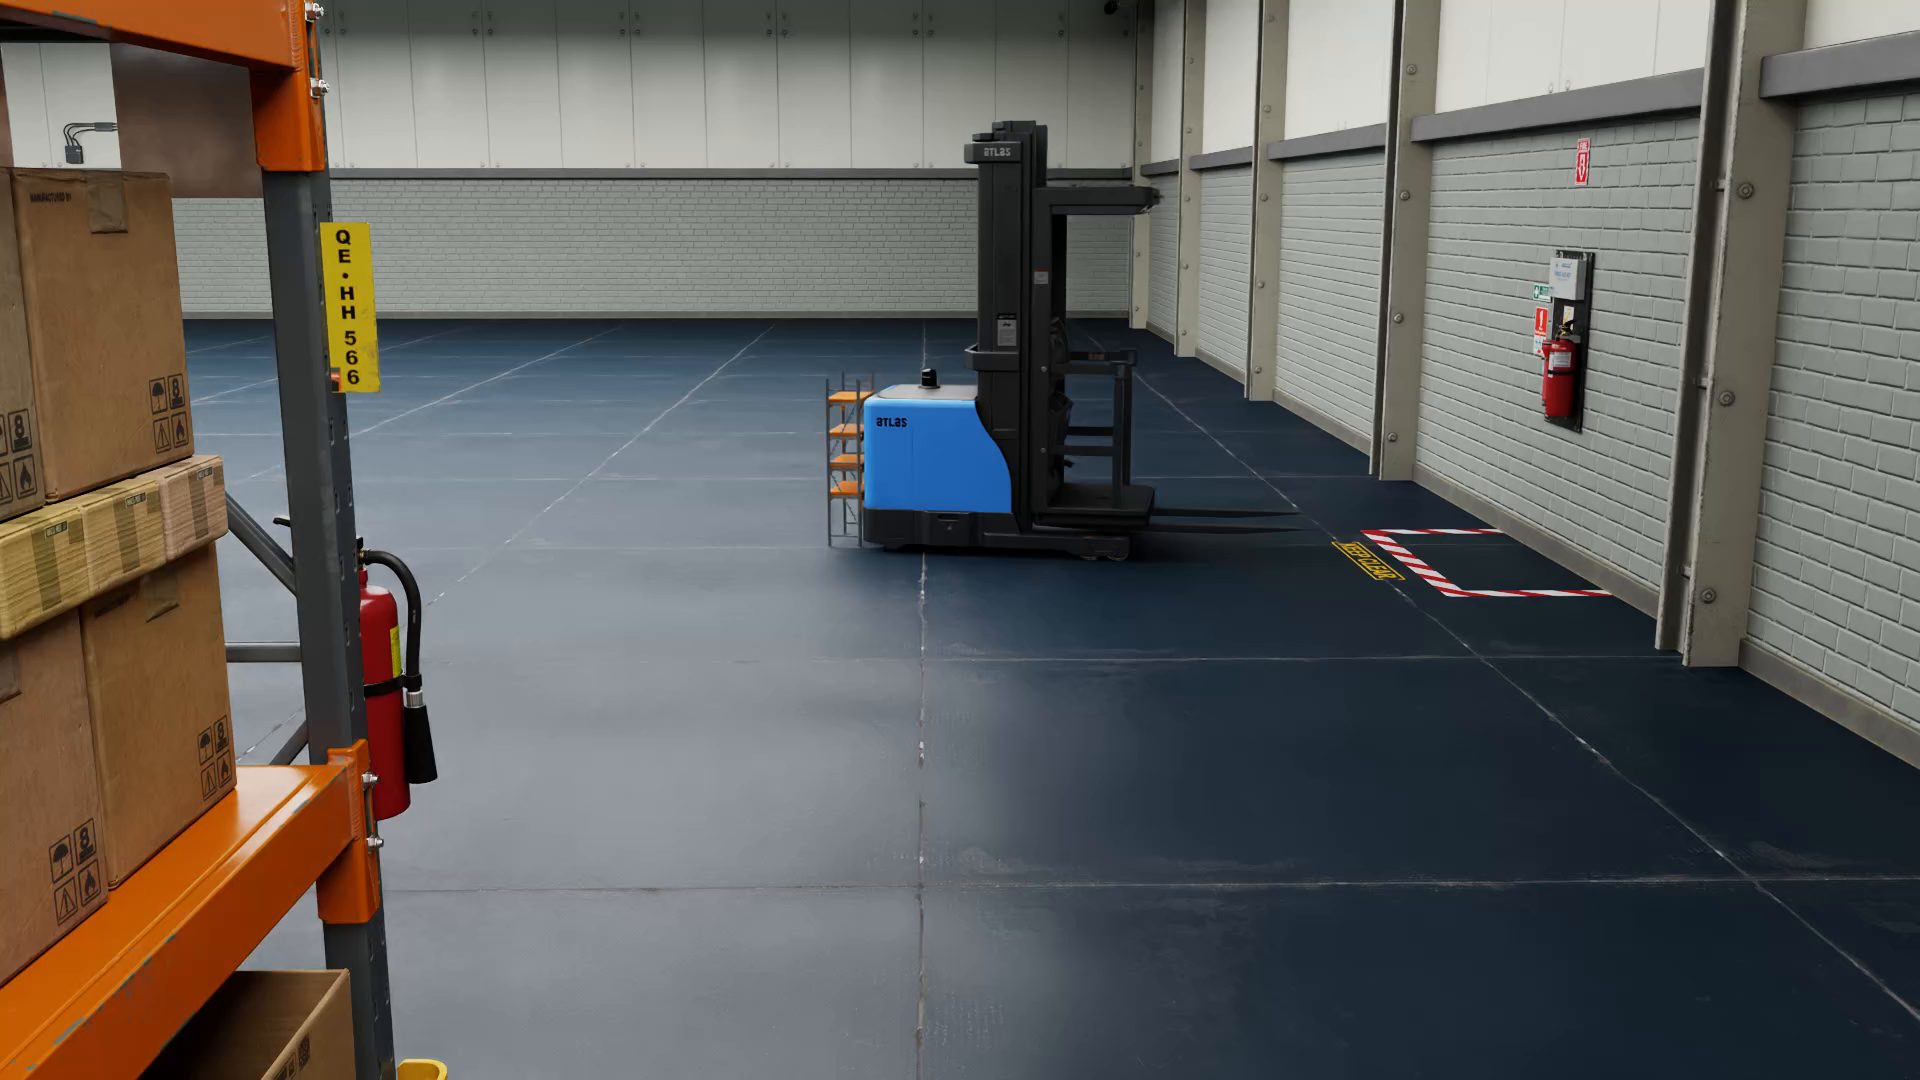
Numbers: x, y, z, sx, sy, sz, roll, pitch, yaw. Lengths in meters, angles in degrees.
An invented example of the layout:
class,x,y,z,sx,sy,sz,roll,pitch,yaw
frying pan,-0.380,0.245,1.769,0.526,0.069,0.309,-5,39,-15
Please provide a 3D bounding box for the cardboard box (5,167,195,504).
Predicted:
class,x,y,z,sx,sy,sz,roll,pitch,yaw
cardboard box,-1.727,-0.347,2.709,0.700,0.500,0.500,0,11,-1

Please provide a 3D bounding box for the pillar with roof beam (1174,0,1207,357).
class,x,y,z,sx,sy,sz,roll,pitch,yaw
pillar with roof beam,-0.693,-7.344,25.625,9.100,9.000,0.400,0,11,-1

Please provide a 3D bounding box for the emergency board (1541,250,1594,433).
class,x,y,z,sx,sy,sz,roll,pitch,yaw
emergency board,3.970,-1.335,11.094,0.194,1.169,0.643,0,11,-1

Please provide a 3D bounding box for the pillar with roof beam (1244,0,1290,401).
class,x,y,z,sx,sy,sz,roll,pitch,yaw
pillar with roof beam,-0.569,-6.151,19.746,9.100,9.000,0.400,0,11,-1

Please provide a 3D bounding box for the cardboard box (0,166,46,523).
class,x,y,z,sx,sy,sz,roll,pitch,yaw
cardboard box,-1.710,-0.242,2.193,0.700,0.500,0.500,-1,11,-3

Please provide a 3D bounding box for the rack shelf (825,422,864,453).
class,x,y,z,sx,sy,sz,roll,pitch,yaw
rack shelf,-0.778,-0.734,11.872,0.258,0.148,0.480,2,12,9

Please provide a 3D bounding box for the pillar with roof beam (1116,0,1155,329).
class,x,y,z,sx,sy,sz,roll,pitch,yaw
pillar with roof beam,-0.817,-8.537,31.504,9.100,9.000,0.548,0,11,-1

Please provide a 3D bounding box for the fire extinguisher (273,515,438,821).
class,x,y,z,sx,sy,sz,roll,pitch,yaw
fire extinguisher,-1.263,0.247,3.490,0.296,0.674,0.183,0,11,-1

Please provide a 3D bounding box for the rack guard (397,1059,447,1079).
class,x,y,z,sx,sy,sz,roll,pitch,yaw
rack guard,-1.725,1.455,3.629,1.175,0.500,0.348,0,11,-1

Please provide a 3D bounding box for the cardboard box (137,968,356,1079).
class,x,y,z,sx,sy,sz,roll,pitch,yaw
cardboard box,-1.416,1.114,2.995,0.500,0.500,0.500,0,11,-1

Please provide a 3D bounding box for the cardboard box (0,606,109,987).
class,x,y,z,sx,sy,sz,roll,pitch,yaw
cardboard box,-1.712,0.383,2.375,0.700,0.500,0.500,0,11,0

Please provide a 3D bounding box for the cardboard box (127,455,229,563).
class,x,y,z,sx,sy,sz,roll,pitch,yaw
cardboard box,-1.526,-0.057,2.912,0.380,0.149,0.250,0,11,-2

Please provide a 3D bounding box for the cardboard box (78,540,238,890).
class,x,y,z,sx,sy,sz,roll,pitch,yaw
cardboard box,-1.728,0.279,2.889,0.700,0.500,0.500,0,11,-1

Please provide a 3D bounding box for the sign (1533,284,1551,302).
class,x,y,z,sx,sy,sz,roll,pitch,yaw
sign,4.053,-1.721,11.577,0.001,0.109,0.331,0,11,-1

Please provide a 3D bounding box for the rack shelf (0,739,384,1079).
class,x,y,z,sx,sy,sz,roll,pitch,yaw
rack shelf,-1.683,0.985,1.469,1.077,0.370,4.000,0,11,-1

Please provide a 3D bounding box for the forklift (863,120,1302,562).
class,x,y,z,sx,sy,sz,roll,pitch,yaw
forklift,0.882,-1.404,11.606,3.031,2.935,1.130,2,12,9

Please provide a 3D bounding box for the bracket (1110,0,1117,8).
class,x,y,z,sx,sy,sz,roll,pitch,yaw
bracket,3.087,-10.753,33.376,0.076,0.066,3.189,0,11,-1

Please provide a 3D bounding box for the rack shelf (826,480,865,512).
class,x,y,z,sx,sy,sz,roll,pitch,yaw
rack shelf,-0.778,-0.320,11.956,0.258,0.148,0.480,2,12,9

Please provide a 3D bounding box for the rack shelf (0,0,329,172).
class,x,y,z,sx,sy,sz,roll,pitch,yaw
rack shelf,-1.683,-0.485,1.171,1.077,0.370,4.000,0,11,-1

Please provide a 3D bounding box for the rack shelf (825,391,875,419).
class,x,y,z,sx,sy,sz,roll,pitch,yaw
rack shelf,-0.778,-0.966,11.825,0.258,0.148,0.480,2,12,9

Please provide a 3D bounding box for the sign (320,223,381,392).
class,x,y,z,sx,sy,sz,roll,pitch,yaw
sign,-1.182,-0.448,3.216,0.100,0.325,0.005,0,11,-1

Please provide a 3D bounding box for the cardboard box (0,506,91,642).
class,x,y,z,sx,sy,sz,roll,pitch,yaw
cardboard box,-1.514,0.046,2.405,0.380,0.149,0.250,0,11,-2

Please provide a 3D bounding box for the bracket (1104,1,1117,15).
class,x,y,z,sx,sy,sz,roll,pitch,yaw
bracket,3.075,-10.870,33.955,0.235,0.232,0.430,0,11,-1

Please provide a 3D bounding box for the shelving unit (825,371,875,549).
class,x,y,z,sx,sy,sz,roll,pitch,yaw
shelving unit,-0.778,-0.581,11.903,0.258,1.200,0.503,2,12,9

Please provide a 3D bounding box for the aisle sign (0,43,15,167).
class,x,y,z,sx,sy,sz,roll,pitch,yaw
aisle sign,-2.032,-1.051,3.157,0.394,0.787,0.004,0,11,-1

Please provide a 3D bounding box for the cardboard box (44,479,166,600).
class,x,y,z,sx,sy,sz,roll,pitch,yaw
cardboard box,-1.519,-0.005,2.656,0.380,0.149,0.250,0,11,0

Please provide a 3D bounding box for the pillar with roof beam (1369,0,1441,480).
class,x,y,z,sx,sy,sz,roll,pitch,yaw
pillar with roof beam,-0.445,-4.958,13.867,9.100,9.000,0.400,0,11,-1

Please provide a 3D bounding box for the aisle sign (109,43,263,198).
class,x,y,z,sx,sy,sz,roll,pitch,yaw
aisle sign,-1.432,-1.053,3.169,0.394,0.787,0.004,0,11,-1

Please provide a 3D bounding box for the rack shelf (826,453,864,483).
class,x,y,z,sx,sy,sz,roll,pitch,yaw
rack shelf,-0.778,-0.515,11.917,0.258,0.148,0.480,2,12,9

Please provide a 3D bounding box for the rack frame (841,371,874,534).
class,x,y,z,sx,sy,sz,roll,pitch,yaw
rack frame,-0.741,-0.629,12.139,0.240,1.200,0.015,2,12,9

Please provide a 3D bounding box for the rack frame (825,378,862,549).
class,x,y,z,sx,sy,sz,roll,pitch,yaw
rack frame,-0.816,-0.533,11.667,0.240,1.200,0.015,2,12,9

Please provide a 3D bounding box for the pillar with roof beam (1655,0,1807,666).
class,x,y,z,sx,sy,sz,roll,pitch,yaw
pillar with roof beam,-0.321,-3.766,7.988,9.100,9.000,0.400,0,11,-1

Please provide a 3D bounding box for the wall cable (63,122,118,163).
class,x,y,z,sx,sy,sz,roll,pitch,yaw
wall cable,-17.253,-10.718,33.705,2.305,6.003,0.169,0,11,-1

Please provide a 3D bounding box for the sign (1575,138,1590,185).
class,x,y,z,sx,sy,sz,roll,pitch,yaw
sign,4.070,-2.473,10.873,0.001,0.298,0.199,0,11,-1

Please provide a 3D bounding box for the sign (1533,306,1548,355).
class,x,y,z,sx,sy,sz,roll,pitch,yaw
sign,4.062,-1.463,11.634,0.001,0.329,0.234,0,11,-1
